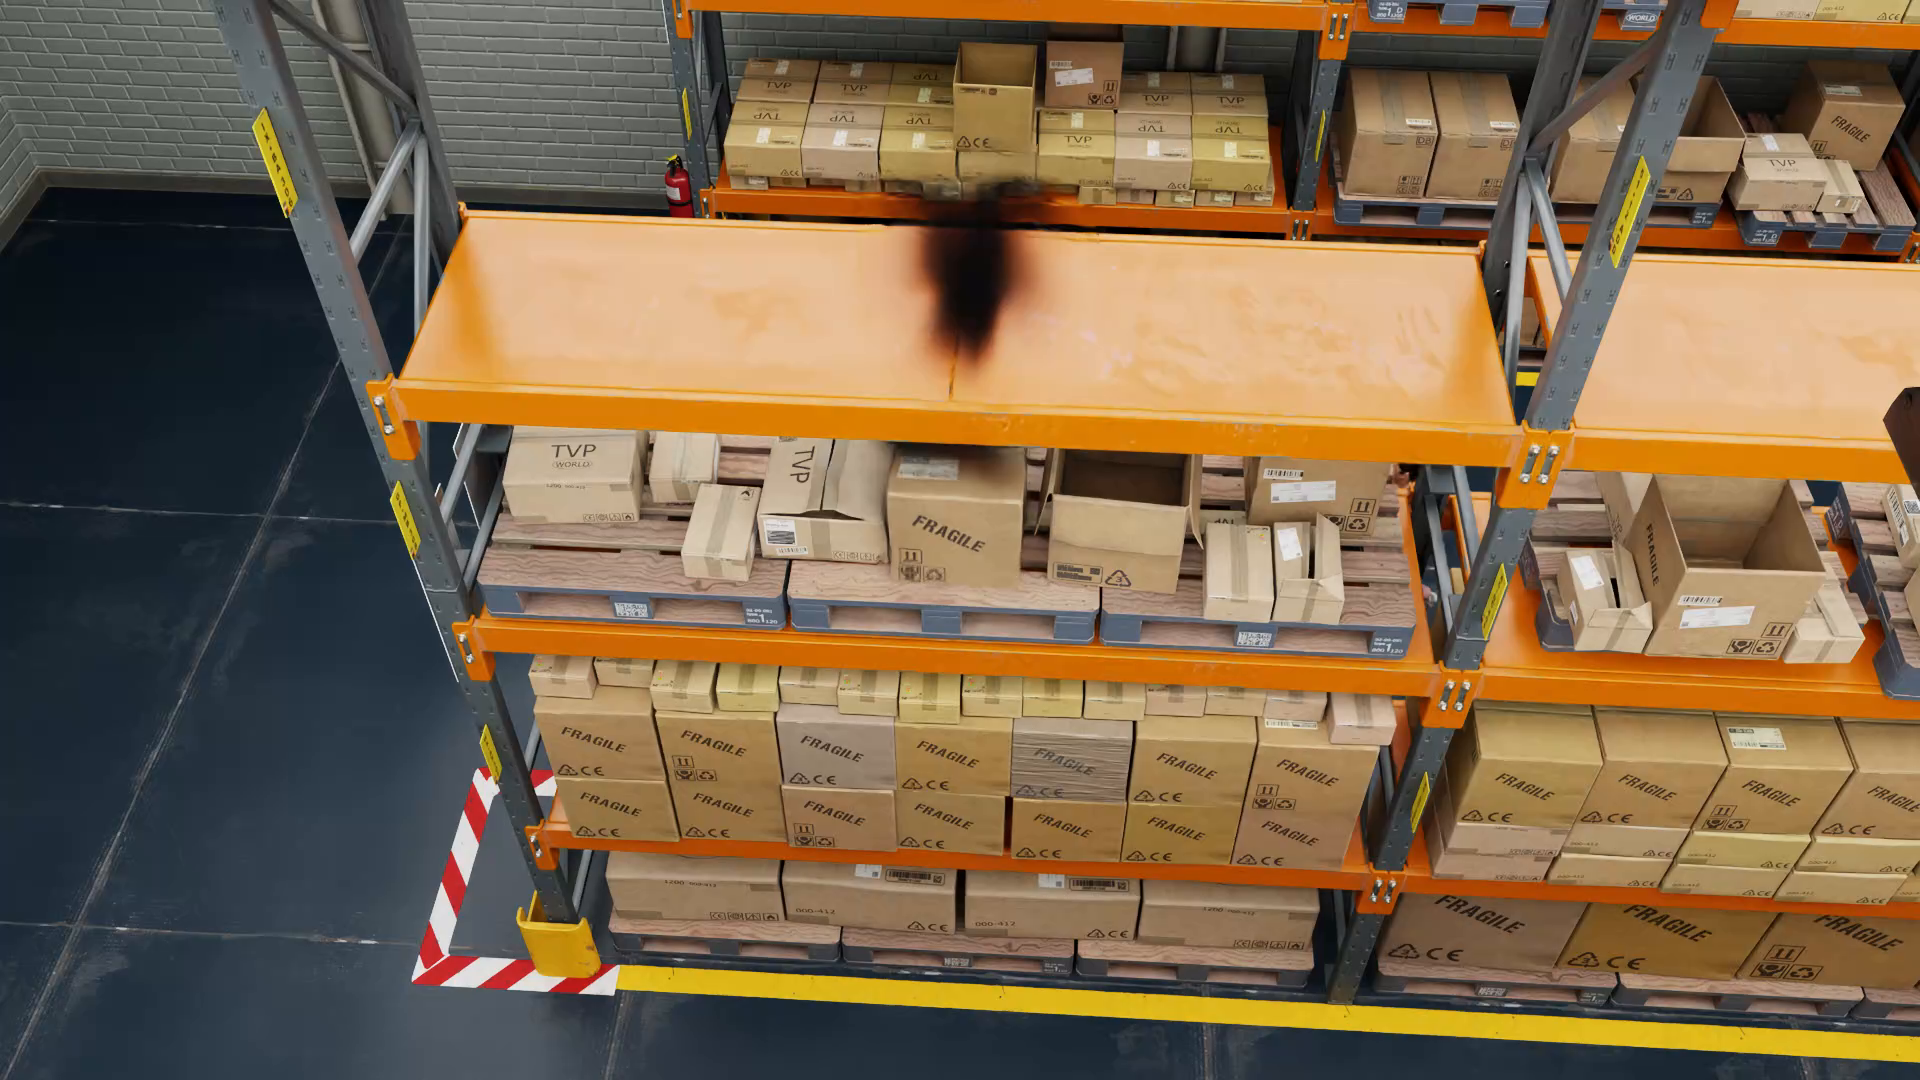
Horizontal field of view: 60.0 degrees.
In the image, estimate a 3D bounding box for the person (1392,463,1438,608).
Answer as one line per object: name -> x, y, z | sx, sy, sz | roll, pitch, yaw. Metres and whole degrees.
person -> 2.411, 0.018, 9.549 | 0.935, 1.567, 0.584 | -1, 48, -1
